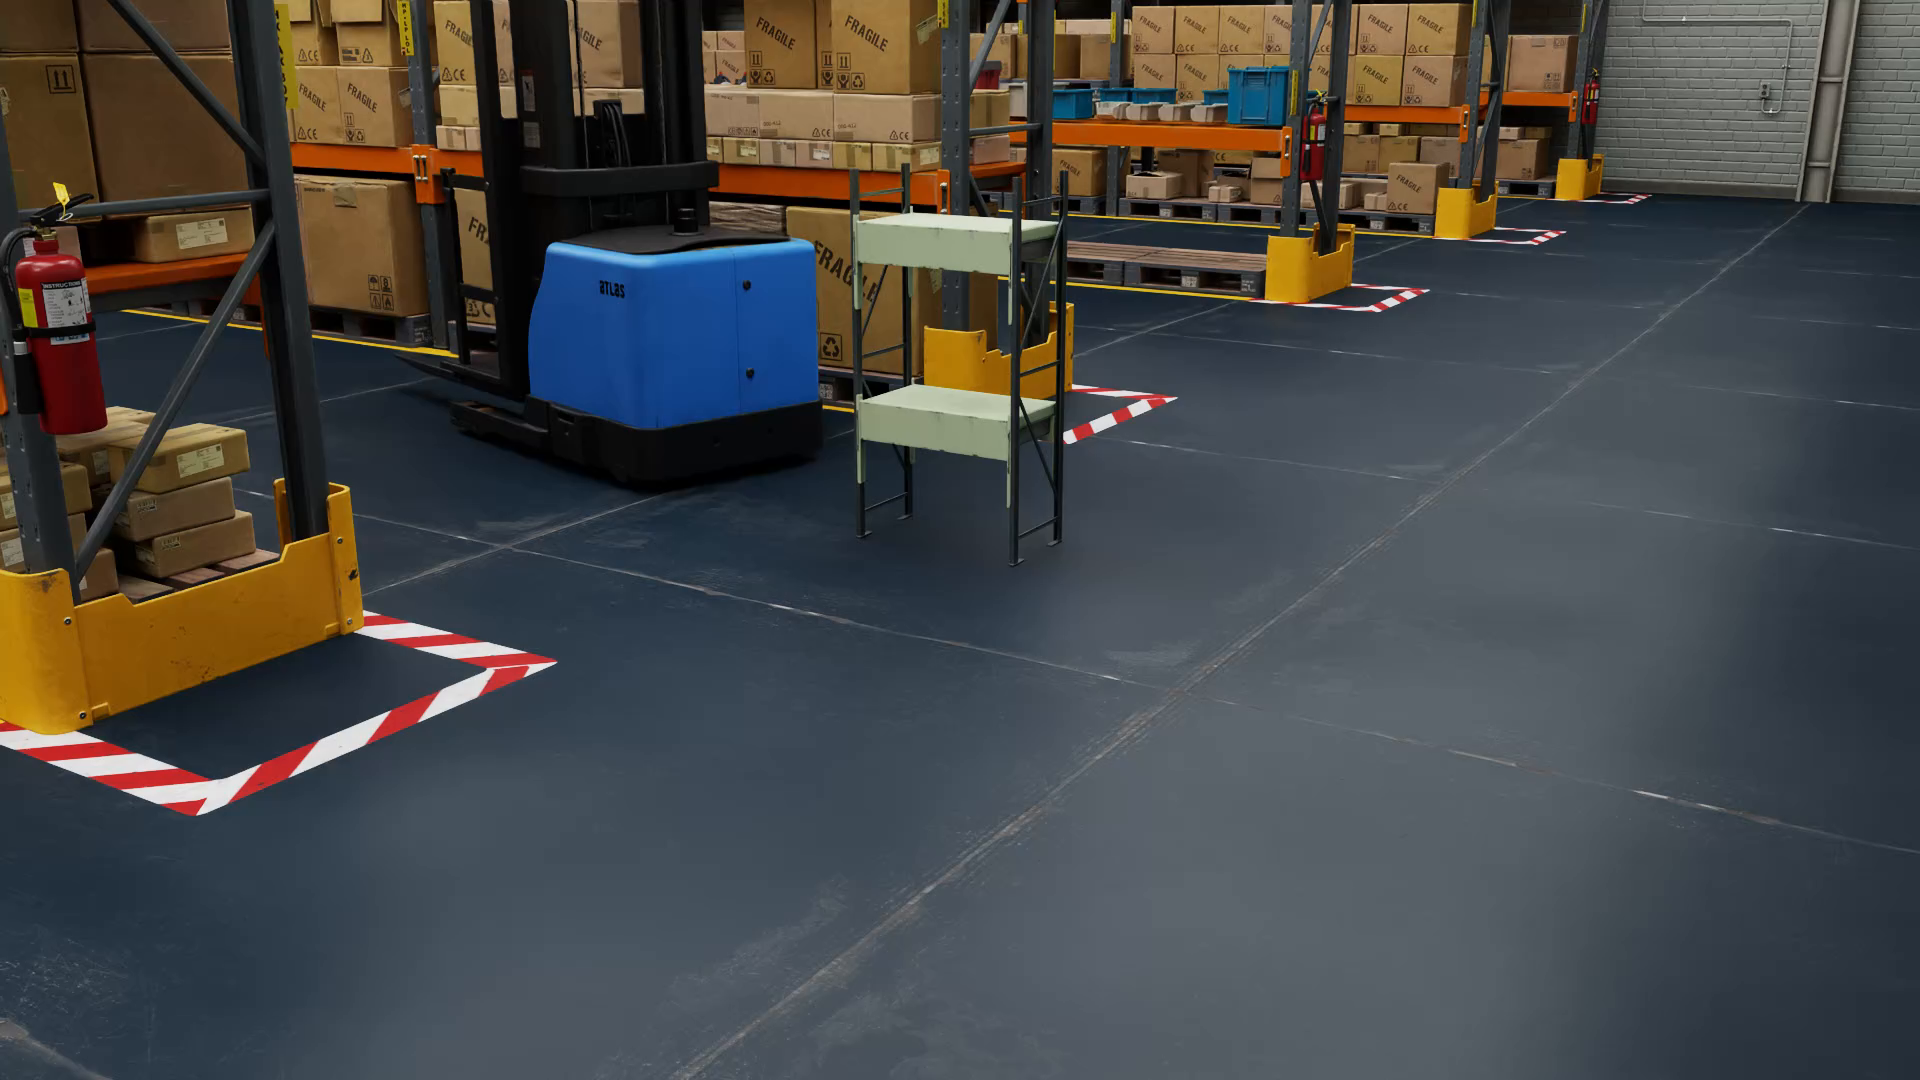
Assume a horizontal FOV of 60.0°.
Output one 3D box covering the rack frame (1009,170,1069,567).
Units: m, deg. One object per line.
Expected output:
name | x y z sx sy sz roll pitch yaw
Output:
rack frame | 0.306 -0.663 6.483 0.023 1.500 0.400 10 20 30

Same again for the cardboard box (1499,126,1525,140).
cardboard box | 7.136 -5.269 21.529 0.250 0.149 0.380 10 19 29

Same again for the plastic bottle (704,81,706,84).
plastic bottle | -2.383 -4.189 15.710 0.133 0.283 0.061 10 20 30

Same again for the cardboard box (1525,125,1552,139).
cardboard box | 7.552 -5.325 21.714 0.250 0.149 0.380 10 20 30

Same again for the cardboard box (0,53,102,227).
cardboard box | -2.986 -1.199 4.984 0.500 0.500 0.500 11 20 31

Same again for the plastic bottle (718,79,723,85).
plastic bottle | -2.388 -4.412 16.444 0.133 0.283 0.061 10 20 30

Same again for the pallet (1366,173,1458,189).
pallet | 6.232 -4.852 22.490 1.213 0.211 1.003 10 20 30

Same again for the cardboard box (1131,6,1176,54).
cardboard box | 2.247 -5.664 18.473 0.500 0.500 0.500 11 20 31

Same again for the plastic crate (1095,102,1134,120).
plastic crate | 1.264 -3.550 13.759 0.250 0.136 0.298 10 20 30

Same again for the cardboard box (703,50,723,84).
cardboard box | -3.303 -6.266 22.177 0.500 0.500 0.500 10 20 30

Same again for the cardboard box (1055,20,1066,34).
cardboard box | 1.449 -7.536 24.521 0.500 0.250 0.500 11 20 31

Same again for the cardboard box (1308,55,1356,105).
cardboard box | 4.010 -4.874 17.594 0.500 0.500 0.500 10 20 30

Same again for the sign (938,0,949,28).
sign | -0.083 -2.753 8.382 0.005 0.325 0.100 10 20 30

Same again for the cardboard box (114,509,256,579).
cardboard box | -2.748 0.000 5.904 0.250 0.149 0.380 11 20 31

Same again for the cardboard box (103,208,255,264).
cardboard box | -2.573 -1.015 5.493 0.250 0.149 0.380 10 20 30

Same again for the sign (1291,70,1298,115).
sign | 2.531 -3.383 12.578 0.005 0.325 0.100 10 20 30

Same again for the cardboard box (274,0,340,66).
cardboard box | -4.323 -3.556 11.529 0.637 0.503 0.797 10 20 31

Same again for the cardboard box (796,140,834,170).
cardboard box | -0.699 -2.148 9.223 0.250 0.149 0.380 10 20 30

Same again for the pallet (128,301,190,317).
pallet | -5.971 -1.961 12.975 1.213 0.211 1.003 10 20 30

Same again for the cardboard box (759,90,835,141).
cardboard box | -0.771 -2.373 9.280 0.500 0.250 0.500 10 19 29

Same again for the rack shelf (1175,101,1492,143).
rack shelf | 3.696 -4.630 18.201 4.000 0.370 1.077 10 20 30

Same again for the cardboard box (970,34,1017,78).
cardboard box | 0.454 -5.781 19.857 0.500 0.500 0.700 5 18 16

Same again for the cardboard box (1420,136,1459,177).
cardboard box | 6.486 -5.137 22.209 0.500 0.500 0.700 9 19 28

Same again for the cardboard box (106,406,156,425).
cardboard box | -3.183 -0.372 6.104 0.250 0.149 0.380 10 20 30

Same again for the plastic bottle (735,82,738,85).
plastic bottle | -2.112 -4.193 15.744 0.097 0.271 0.097 0 17 0

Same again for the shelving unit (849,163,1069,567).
shelving unit | -0.006 -0.719 6.667 0.755 1.500 0.431 10 20 30

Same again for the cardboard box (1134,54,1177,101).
cardboard box | 2.284 -5.182 18.606 0.500 0.500 0.500 11 20 31

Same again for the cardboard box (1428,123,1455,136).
cardboard box | 6.471 -5.518 22.347 0.250 0.149 0.380 10 20 31

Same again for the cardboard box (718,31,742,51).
cardboard box | -3.652 -8.169 27.546 0.500 0.500 0.500 9 19 28

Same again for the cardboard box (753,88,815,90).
cardboard box | -0.927 -2.583 9.969 0.500 0.250 0.500 9 19 28

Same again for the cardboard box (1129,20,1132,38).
cardboard box | 2.750 -7.308 23.769 0.500 0.250 0.500 10 19 29

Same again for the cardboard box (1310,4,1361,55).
cardboard box | 4.002 -5.351 17.442 0.500 0.500 0.500 11 20 32

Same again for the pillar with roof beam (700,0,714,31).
pillar with roof beam | -6.848 -10.244 25.121 0.400 9.000 9.100 10 20 30

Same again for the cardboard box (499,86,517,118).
cardboard box | -2.511 -2.683 10.300 0.500 0.250 0.500 10 20 30

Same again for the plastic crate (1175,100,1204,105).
plastic crate | 1.959 -3.638 14.048 0.298 0.136 0.250 10 20 30

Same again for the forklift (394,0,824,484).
forklift | -2.032 -2.013 8.465 1.130 2.935 3.031 -15 22 -40

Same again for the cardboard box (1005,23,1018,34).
cardboard box | 0.863 -7.728 25.118 0.250 0.149 0.380 7 18 23

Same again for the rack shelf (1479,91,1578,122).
rack shelf | 6.286 -5.858 22.242 4.000 0.370 1.077 10 20 30

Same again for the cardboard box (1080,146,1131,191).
cardboard box | 1.708 -4.427 19.839 0.500 0.500 0.500 9 19 28

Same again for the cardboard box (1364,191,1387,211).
cardboard box | 4.510 -3.631 17.791 0.250 0.166 0.380 10 20 30

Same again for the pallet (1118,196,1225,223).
pallet | 2.577 -3.840 19.159 1.213 0.211 1.003 10 20 30

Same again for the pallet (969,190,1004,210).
pallet | 0.236 -4.244 20.490 1.213 0.211 1.003 10 20 30

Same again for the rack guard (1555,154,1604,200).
rack guard | 8.010 -4.698 21.487 0.348 0.500 1.175 10 20 30

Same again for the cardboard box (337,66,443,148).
cardboard box | -3.737 -2.877 11.020 0.500 0.500 0.500 10 20 30

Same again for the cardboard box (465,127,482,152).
cardboard box | -2.894 -2.538 10.509 0.250 0.149 0.380 9 19 28

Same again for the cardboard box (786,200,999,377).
cardboard box | -0.374 -1.479 9.523 0.875 0.875 0.875 10 20 30

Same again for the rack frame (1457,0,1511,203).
rack frame | 5.401 -4.670 17.095 0.127 3.000 1.000 10 20 30

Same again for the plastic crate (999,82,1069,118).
plastic crate | 0.602 -3.747 14.155 0.530 0.282 0.437 10 20 30

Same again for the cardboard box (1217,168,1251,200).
cardboard box | 3.265 -4.072 18.996 0.500 0.311 0.500 10 20 30

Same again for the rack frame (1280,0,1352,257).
rack frame | 2.805 -3.444 13.059 0.127 3.000 1.000 10 20 30

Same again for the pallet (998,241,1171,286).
pallet | 1.087 -2.431 14.520 1.213 0.211 1.003 10 20 30

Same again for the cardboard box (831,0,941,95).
cardboard box | -0.340 -2.656 8.920 0.500 0.500 0.500 10 20 31

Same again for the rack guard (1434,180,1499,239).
rack guard | 5.336 -3.486 17.497 0.348 0.500 1.175 10 20 30

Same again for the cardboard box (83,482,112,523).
cardboard box | -2.985 -0.182 5.992 0.250 0.149 0.380 10 20 30

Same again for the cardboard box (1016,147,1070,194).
cardboard box | 1.005 -4.375 19.666 0.500 0.500 0.500 10 20 30

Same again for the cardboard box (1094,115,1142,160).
cardboard box | 2.474 -6.008 24.475 0.750 0.750 0.750 10 20 30

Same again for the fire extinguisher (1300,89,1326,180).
fire extinguisher | 2.696 -3.093 12.678 0.183 0.674 0.296 10 20 30
